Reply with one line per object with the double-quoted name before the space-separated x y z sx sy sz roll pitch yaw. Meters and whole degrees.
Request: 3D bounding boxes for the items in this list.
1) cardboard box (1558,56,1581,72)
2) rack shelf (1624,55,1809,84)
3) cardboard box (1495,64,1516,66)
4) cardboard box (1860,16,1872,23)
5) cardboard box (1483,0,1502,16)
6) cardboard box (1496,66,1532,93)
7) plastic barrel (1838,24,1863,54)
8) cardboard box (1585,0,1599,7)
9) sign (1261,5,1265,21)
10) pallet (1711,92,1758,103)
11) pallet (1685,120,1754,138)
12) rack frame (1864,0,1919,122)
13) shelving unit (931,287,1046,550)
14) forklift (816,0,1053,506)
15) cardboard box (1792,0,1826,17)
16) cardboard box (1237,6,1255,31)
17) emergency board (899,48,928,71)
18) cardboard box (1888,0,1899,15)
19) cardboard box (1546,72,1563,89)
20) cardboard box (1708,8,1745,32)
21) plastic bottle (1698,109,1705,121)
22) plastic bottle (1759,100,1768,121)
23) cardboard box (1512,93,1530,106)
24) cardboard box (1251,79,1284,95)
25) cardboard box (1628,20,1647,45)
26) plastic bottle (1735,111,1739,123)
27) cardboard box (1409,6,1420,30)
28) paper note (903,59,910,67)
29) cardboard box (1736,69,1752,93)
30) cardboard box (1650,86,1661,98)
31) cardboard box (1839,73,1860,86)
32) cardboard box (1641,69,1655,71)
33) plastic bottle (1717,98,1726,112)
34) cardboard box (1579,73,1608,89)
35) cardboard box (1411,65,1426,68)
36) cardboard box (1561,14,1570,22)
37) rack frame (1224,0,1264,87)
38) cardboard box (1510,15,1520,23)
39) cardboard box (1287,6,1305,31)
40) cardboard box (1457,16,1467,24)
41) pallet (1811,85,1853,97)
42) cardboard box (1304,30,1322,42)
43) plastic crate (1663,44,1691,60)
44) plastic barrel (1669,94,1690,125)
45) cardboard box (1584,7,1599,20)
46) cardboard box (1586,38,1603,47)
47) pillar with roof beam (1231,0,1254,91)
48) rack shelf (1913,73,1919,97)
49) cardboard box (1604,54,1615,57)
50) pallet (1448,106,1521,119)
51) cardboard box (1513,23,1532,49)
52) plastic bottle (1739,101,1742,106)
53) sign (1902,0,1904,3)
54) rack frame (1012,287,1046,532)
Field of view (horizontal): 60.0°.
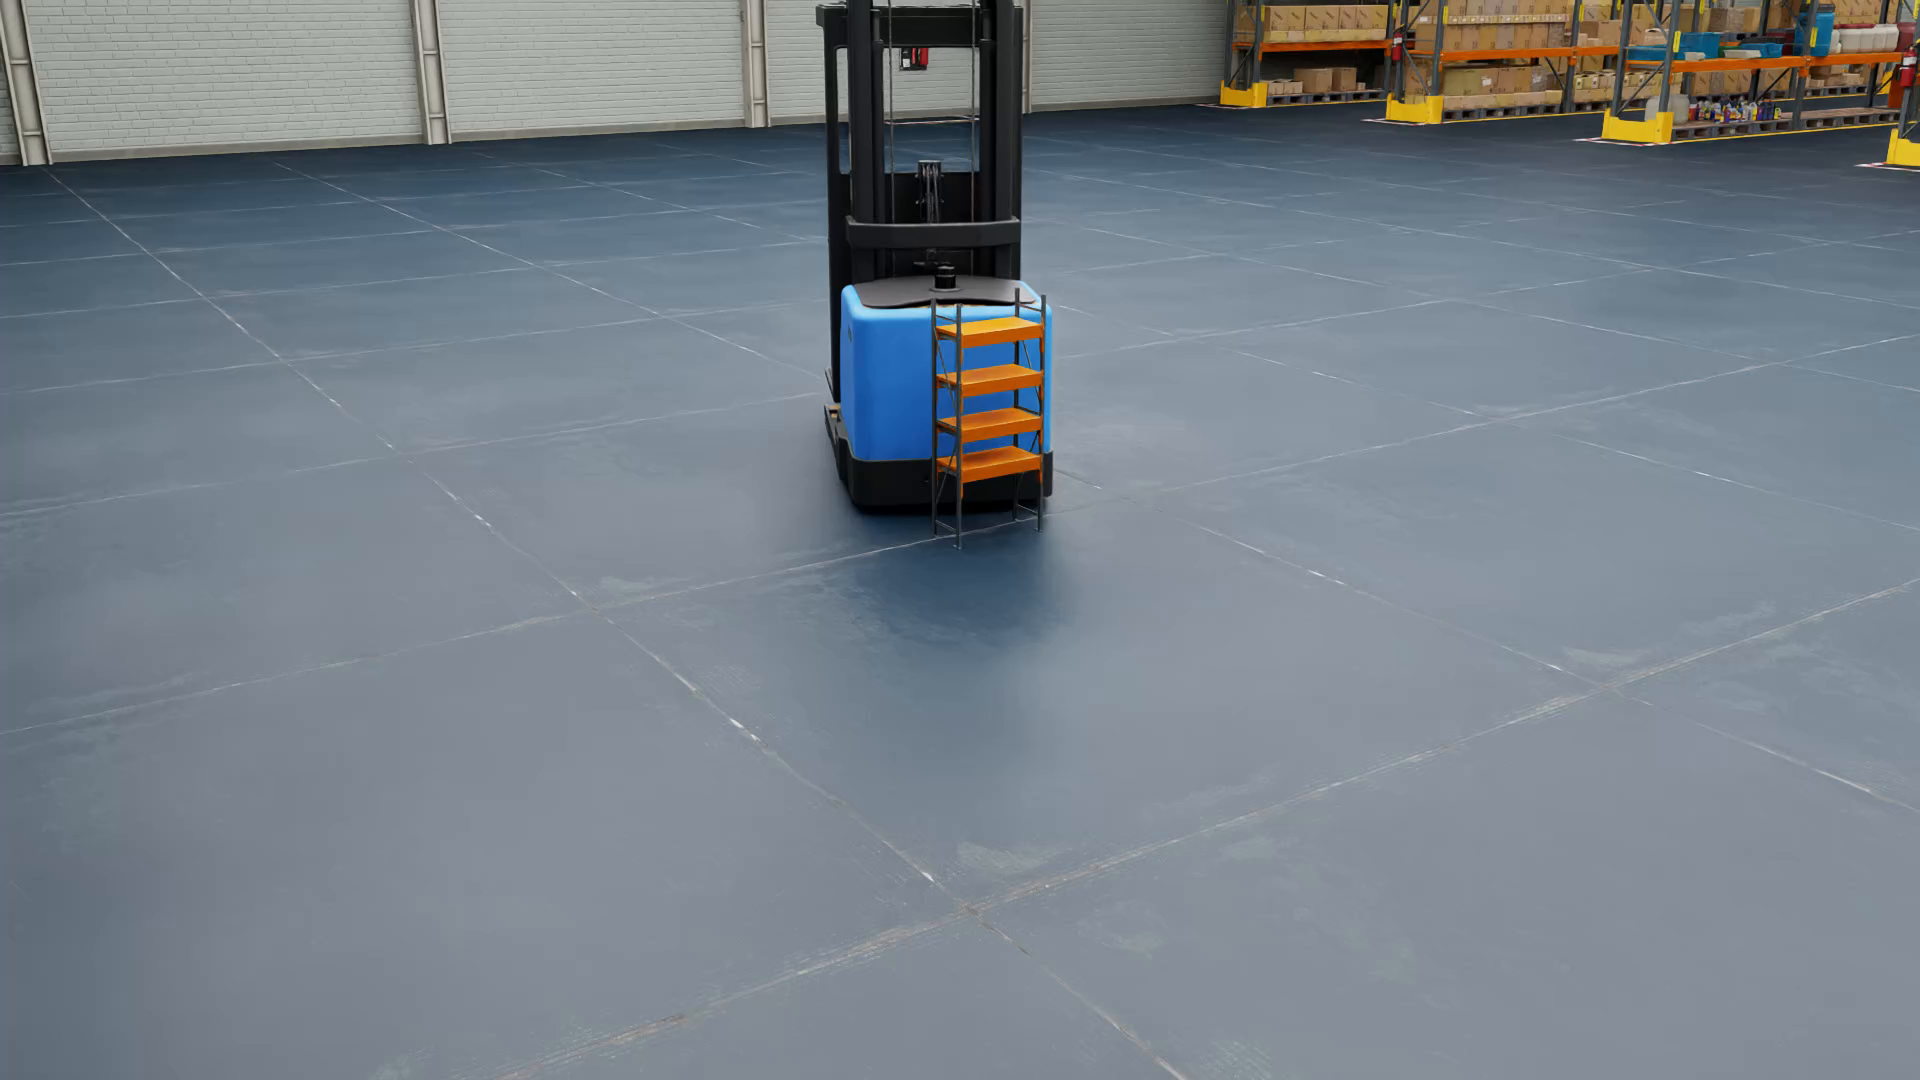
"cardboard box" 14.934 -11.907 41.483 0.750 0.750 0.750 -11 22 -30
"rack shelf" 13.243 -8.281 29.180 4.000 0.370 1.077 -12 22 -31
"cardboard box" 11.219 -9.464 34.020 0.500 0.500 0.500 -12 22 -31
"cardboard box" 21.139 -12.131 39.287 0.500 0.500 0.500 -12 22 -31
"cardboard box" 10.149 -10.529 32.522 0.500 0.500 0.700 -12 22 -31
"cardboard box" 11.086 -9.237 33.352 0.500 0.500 0.500 -12 22 -31
"plastic barrel" 16.446 -9.278 30.792 0.433 0.535 0.433 0 19 0
"cardboard box" 15.464 -13.348 41.222 0.500 0.250 0.500 -11 22 -30
"sign" 6.423 -11.185 35.293 0.005 0.325 0.100 -12 22 -31
"pallet" 17.195 -10.018 37.549 1.213 0.211 1.003 -12 22 -31
"pallet" 13.310 -7.330 29.597 1.213 0.211 1.003 -12 22 -31
"rack frame" 18.254 -9.679 32.191 0.127 3.000 1.000 -12 22 -31
"shelving unit" 0.138 -0.598 8.139 0.503 1.200 0.258 -12 22 -31
"forklift" -0.233 -1.994 9.567 1.130 2.935 3.031 -3 19 -8
"cardboard box" 19.422 -12.238 38.043 0.500 0.500 0.500 -11 22 -30
"cardboard box" 6.401 -11.353 36.176 0.500 0.500 0.500 -12 22 -32
"emergency board" -0.863 -9.793 32.527 0.643 1.169 0.194 -12 22 -31
"cardboard box" 21.994 -12.783 39.655 0.500 0.500 0.500 -12 22 -32
"cardboard box" 12.373 -9.610 34.749 0.500 0.311 0.500 -12 22 -31
"cardboard box" 16.866 -11.502 36.771 0.500 0.500 0.700 -8 20 -21
"plastic bottle" 13.291 -7.625 29.797 0.097 0.201 0.097 0 19 0
"plastic bottle" 14.374 -7.704 29.797 0.185 0.351 0.144 -13 23 -34
"cardboard box" 11.093 -8.879 33.462 0.500 0.250 0.500 -12 22 -31
"cardboard box" 6.751 -9.952 36.511 0.500 0.311 0.500 -15 24 -37
"cardboard box" 14.141 -10.752 35.209 0.500 0.500 0.500 -13 23 -34
"plastic bottle" 13.711 -7.484 29.381 0.097 0.201 0.097 0 19 0
"cardboard box" 10.379 -12.057 38.382 0.500 0.500 0.700 -9 21 -26
"paper note" -1.049 -9.363 32.630 0.142 0.148 0.016 -12 22 -31
"cardboard box" 17.359 -10.307 37.264 0.500 0.500 0.500 -13 23 -33
"cardboard box" 14.799 -9.651 35.747 0.500 0.250 0.500 -12 22 -32
"cardboard box" 21.086 -10.999 39.701 0.500 0.250 0.500 -12 22 -31
"cardboard box" 14.934 -10.153 36.355 0.500 0.311 0.500 -11 22 -30
"plastic bottle" 13.853 -7.864 30.270 0.185 0.351 0.144 -13 23 -34
"cardboard box" 13.095 -9.555 34.586 0.500 0.311 0.500 -12 22 -32
"cardboard box" 10.474 -10.887 38.981 0.500 0.500 0.700 -12 22 -32
"cardboard box" 12.083 -10.549 33.597 0.250 0.149 0.380 -12 22 -31
"rack frame" 6.124 -10.920 35.861 0.127 3.000 1.000 -12 22 -31
"cardboard box" 10.801 -10.279 32.796 0.250 0.149 0.380 -11 22 -30
"cardboard box" 7.106 -11.302 36.023 0.500 0.500 0.500 -12 22 -31
"cardboard box" 9.517 -10.009 31.998 0.250 0.149 0.380 -13 22 -33
"pallet" 20.468 -10.725 39.639 1.213 0.211 1.003 -12 22 -31
"cardboard box" 7.561 -11.043 36.428 0.500 0.250 0.500 -12 22 -32
"plastic crate" 12.372 -8.480 28.878 0.408 0.251 0.499 -12 22 -31
"plastic barrel" 12.499 -7.515 29.019 0.421 0.512 0.421 0 19 0
"cardboard box" 15.479 -12.990 41.333 0.500 0.500 0.500 -12 22 -31
"cardboard box" 13.045 -10.282 34.368 0.250 0.149 0.380 -12 22 -31
"pillar with roof beam" 8.601 -12.965 32.543 0.400 9.000 9.100 -12 22 -31
"rack shelf" 15.967 -6.957 25.261 4.000 0.370 1.077 -12 22 -31
"cardboard box" 16.597 -12.487 42.733 0.250 0.149 0.380 -12 22 -32
"pallet" 10.485 -8.634 33.454 1.213 0.211 1.003 -12 22 -31
"cardboard box" 10.967 -10.086 33.238 0.500 0.500 0.700 -12 22 -31
"plastic bottle" 14.210 -7.865 30.378 0.133 0.283 0.061 -12 22 -31
"sign" 22.503 -12.960 39.595 0.005 0.325 0.100 -12 22 -31
"rack frame" 0.342 -0.641 8.266 0.015 1.200 0.240 -12 22 -31
